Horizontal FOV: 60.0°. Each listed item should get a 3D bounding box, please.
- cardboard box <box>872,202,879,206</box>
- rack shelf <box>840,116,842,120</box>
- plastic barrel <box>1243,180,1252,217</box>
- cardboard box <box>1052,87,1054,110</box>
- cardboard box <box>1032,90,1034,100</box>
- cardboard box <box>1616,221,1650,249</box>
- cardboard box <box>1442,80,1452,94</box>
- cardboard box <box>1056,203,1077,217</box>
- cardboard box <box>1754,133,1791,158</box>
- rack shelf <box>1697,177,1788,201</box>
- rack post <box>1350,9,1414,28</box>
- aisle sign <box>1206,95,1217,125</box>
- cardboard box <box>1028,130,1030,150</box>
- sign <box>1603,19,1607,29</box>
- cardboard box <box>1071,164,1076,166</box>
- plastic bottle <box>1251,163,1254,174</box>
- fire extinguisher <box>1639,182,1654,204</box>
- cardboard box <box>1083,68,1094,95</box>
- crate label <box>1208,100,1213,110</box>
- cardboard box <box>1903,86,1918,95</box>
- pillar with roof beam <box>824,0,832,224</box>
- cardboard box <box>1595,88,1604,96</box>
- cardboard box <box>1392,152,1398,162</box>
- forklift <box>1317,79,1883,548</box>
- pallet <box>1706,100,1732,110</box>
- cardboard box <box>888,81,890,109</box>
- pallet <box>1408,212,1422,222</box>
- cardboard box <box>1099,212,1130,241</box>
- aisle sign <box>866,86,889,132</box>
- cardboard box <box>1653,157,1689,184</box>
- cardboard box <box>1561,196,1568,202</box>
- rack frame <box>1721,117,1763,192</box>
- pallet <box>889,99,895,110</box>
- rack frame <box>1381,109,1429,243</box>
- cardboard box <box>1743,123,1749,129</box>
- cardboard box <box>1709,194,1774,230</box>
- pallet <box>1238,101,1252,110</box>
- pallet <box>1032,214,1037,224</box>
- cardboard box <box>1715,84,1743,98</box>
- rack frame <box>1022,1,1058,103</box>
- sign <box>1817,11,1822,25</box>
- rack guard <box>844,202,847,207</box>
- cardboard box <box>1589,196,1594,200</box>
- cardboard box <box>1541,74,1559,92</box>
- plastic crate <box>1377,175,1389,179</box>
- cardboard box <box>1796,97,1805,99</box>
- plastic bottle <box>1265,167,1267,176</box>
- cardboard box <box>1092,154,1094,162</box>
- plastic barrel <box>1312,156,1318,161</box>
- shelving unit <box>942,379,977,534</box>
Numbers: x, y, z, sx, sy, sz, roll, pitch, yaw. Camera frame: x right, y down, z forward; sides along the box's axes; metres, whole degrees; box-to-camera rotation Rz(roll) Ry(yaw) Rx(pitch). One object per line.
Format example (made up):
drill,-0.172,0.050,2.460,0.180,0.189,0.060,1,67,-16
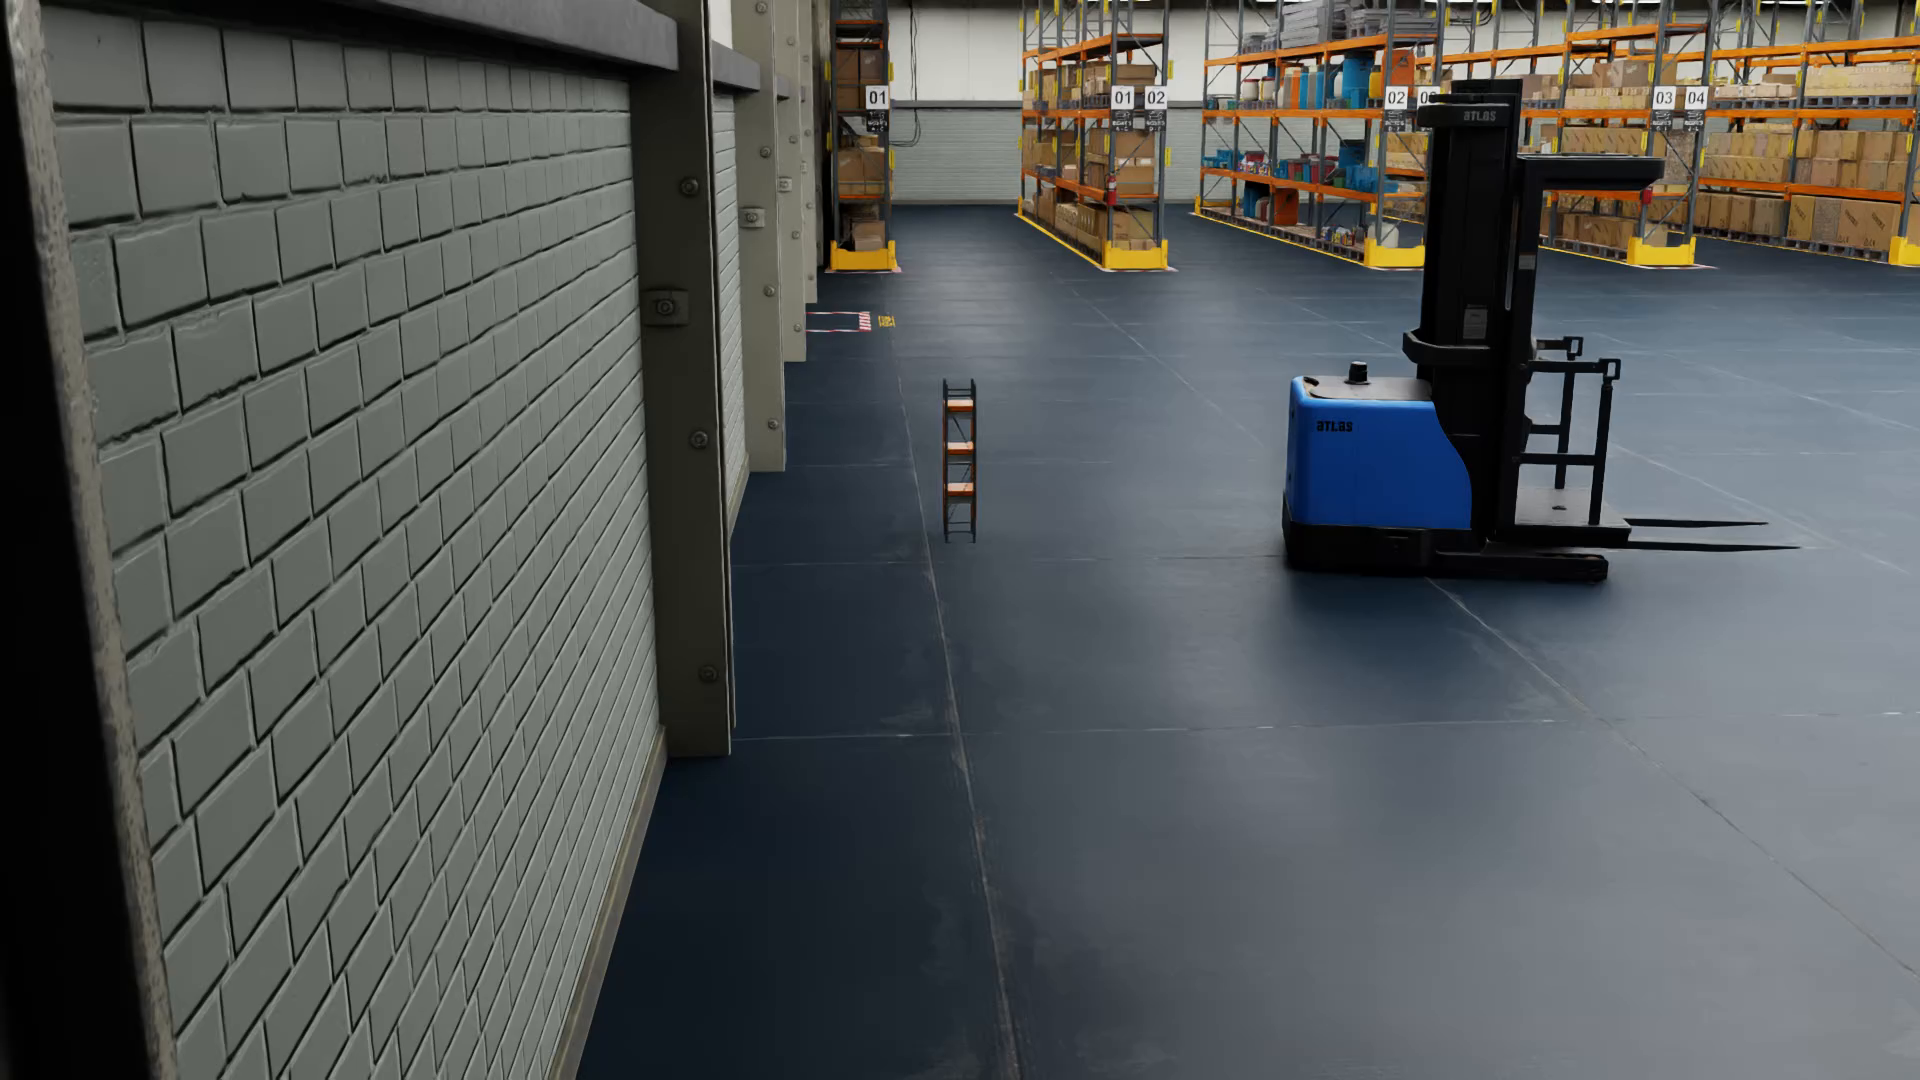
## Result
cardboard box,-2.172,-7.694,38.382,0.750,0.750,0.750,-1,14,-4
rack shelf,-2.382,-9.949,39.097,1.077,0.370,4.000,-1,14,-3
plastic barrel,7.399,-8.546,41.591,0.600,0.901,0.708,-1,14,-3
cardboard box,2.594,-10.160,38.275,0.910,0.500,0.500,-1,14,-3
cardboard box,2.110,-11.283,42.135,0.500,0.250,0.500,-1,14,-3
cardboard box,12.976,-5.883,32.046,0.500,0.500,0.500,3,15,11
cardboard box,12.372,-11.132,41.207,0.700,0.500,0.500,-1,14,-2
cardboard box,2.426,-7.433,37.445,0.500,0.311,0.500,0,14,-2
cardboard box,17.902,-8.419,33.698,0.908,1.409,5.041,-1,14,-3
rack shelf,17.654,-7.782,36.696,1.077,0.370,4.000,-1,14,-3
rack post,7.975,-9.861,31.442,0.937,0.300,0.954,-1,14,-4
aisle sign,6.834,-11.762,45.503,0.394,0.787,0.004,-1,14,-3
cardboard box,2.053,-10.452,43.420,0.500,0.500,0.500,-1,14,-4
sign,17.590,-14.055,45.402,0.100,0.325,0.005,-1,14,-3
cardboard box,2.665,-8.290,37.406,0.500,0.311,0.500,0,14,0
plastic bottle,7.089,-8.970,40.128,0.097,0.271,0.097,0,14,0
fire extinguisher,12.617,-6.514,30.478,0.296,0.674,0.183,-1,14,-3
cardboard box,2.702,-9.073,32.924,0.500,0.500,0.500,0,14,1
crate label,6.869,-11.636,44.509,0.408,0.251,0.502,-1,14,-3
cardboard box,17.667,-8.299,30.700,0.380,0.149,0.250,-1,14,-4
pillar with roof beam,0.885,-12.474,41.450,9.100,9.000,0.400,-1,14,-3
cardboard box,12.652,-8.745,32.478,0.380,0.149,0.250,-1,14,-5
cardboard box,11.905,-10.260,44.586,0.500,0.250,0.500,-1,14,-5
forklift,15.580,-6.784,31.062,20.855,3.159,47.191,2,15,8
pallet,17.623,-9.830,37.570,1.213,0.211,1.003,0,14,-1
cardboard box,-1.531,-8.089,30.186,0.500,0.500,0.500,0,14,0
pallet,12.357,-8.411,43.293,1.003,0.211,1.213,-1,14,-3
cardboard box,2.852,-5.798,30.713,0.500,0.500,0.500,-1,14,-3
aisle sign,-1.458,-7.603,29.340,0.394,0.787,0.004,-1,14,-3
cardboard box,13.063,-6.916,31.091,0.875,0.500,0.500,-1,14,-3
cardboard box,16.772,-9.381,45.748,0.380,0.149,0.250,-1,14,-4
rack frame,21.969,-10.719,46.667,1.000,3.000,0.127,-1,14,-3
pallet,-1.942,-8.869,33.834,1.213,0.211,1.003,-1,14,-3
rack frame,8.129,-6.510,30.310,0.949,2.616,0.053,-1,14,-3
cardboard box,21.704,-11.343,45.582,0.380,0.149,0.250,0,14,-2
cardboard box,17.536,-7.371,37.329,1.050,0.750,0.750,-1,14,-3
pallet,7.529,-10.663,40.807,1.213,0.211,1.003,-1,14,-3
pallet,2.397,-8.239,42.627,1.003,0.211,1.213,-1,14,-3
cardboard box,17.356,-10.106,37.399,0.500,0.311,0.500,-1,14,-3
rack frame,2.191,-13.319,44.734,1.000,3.000,0.127,-1,14,-3
sign,21.662,-13.156,41.907,0.100,0.325,0.005,-1,14,-3
rack guard,-2.755,-9.132,45.515,1.175,0.500,0.348,-1,14,-3
cardboard box,16.876,-9.074,43.959,0.380,0.149,0.250,-2,15,-6
cardboard box,12.911,-9.954,36.470,0.500,0.500,0.500,-1,14,-2
plastic crate,8.218,-7.162,33.141,0.499,0.251,0.616,-1,14,-3
cardboard box,21.858,-11.517,42.977,0.396,0.266,0.258,0,14,-2
plastic bottle,7.170,-8.608,38.862,0.097,0.201,0.097,0,14,0
cardboard box,2.808,-7.531,32.772,0.380,0.149,0.250,-1,14,-4
plastic barrel,7.933,-8.197,36.640,0.421,0.512,0.421,0,14,0
shelving unit,-0.003,-0.522,10.948,0.215,1.050,0.249,-1,14,-3
